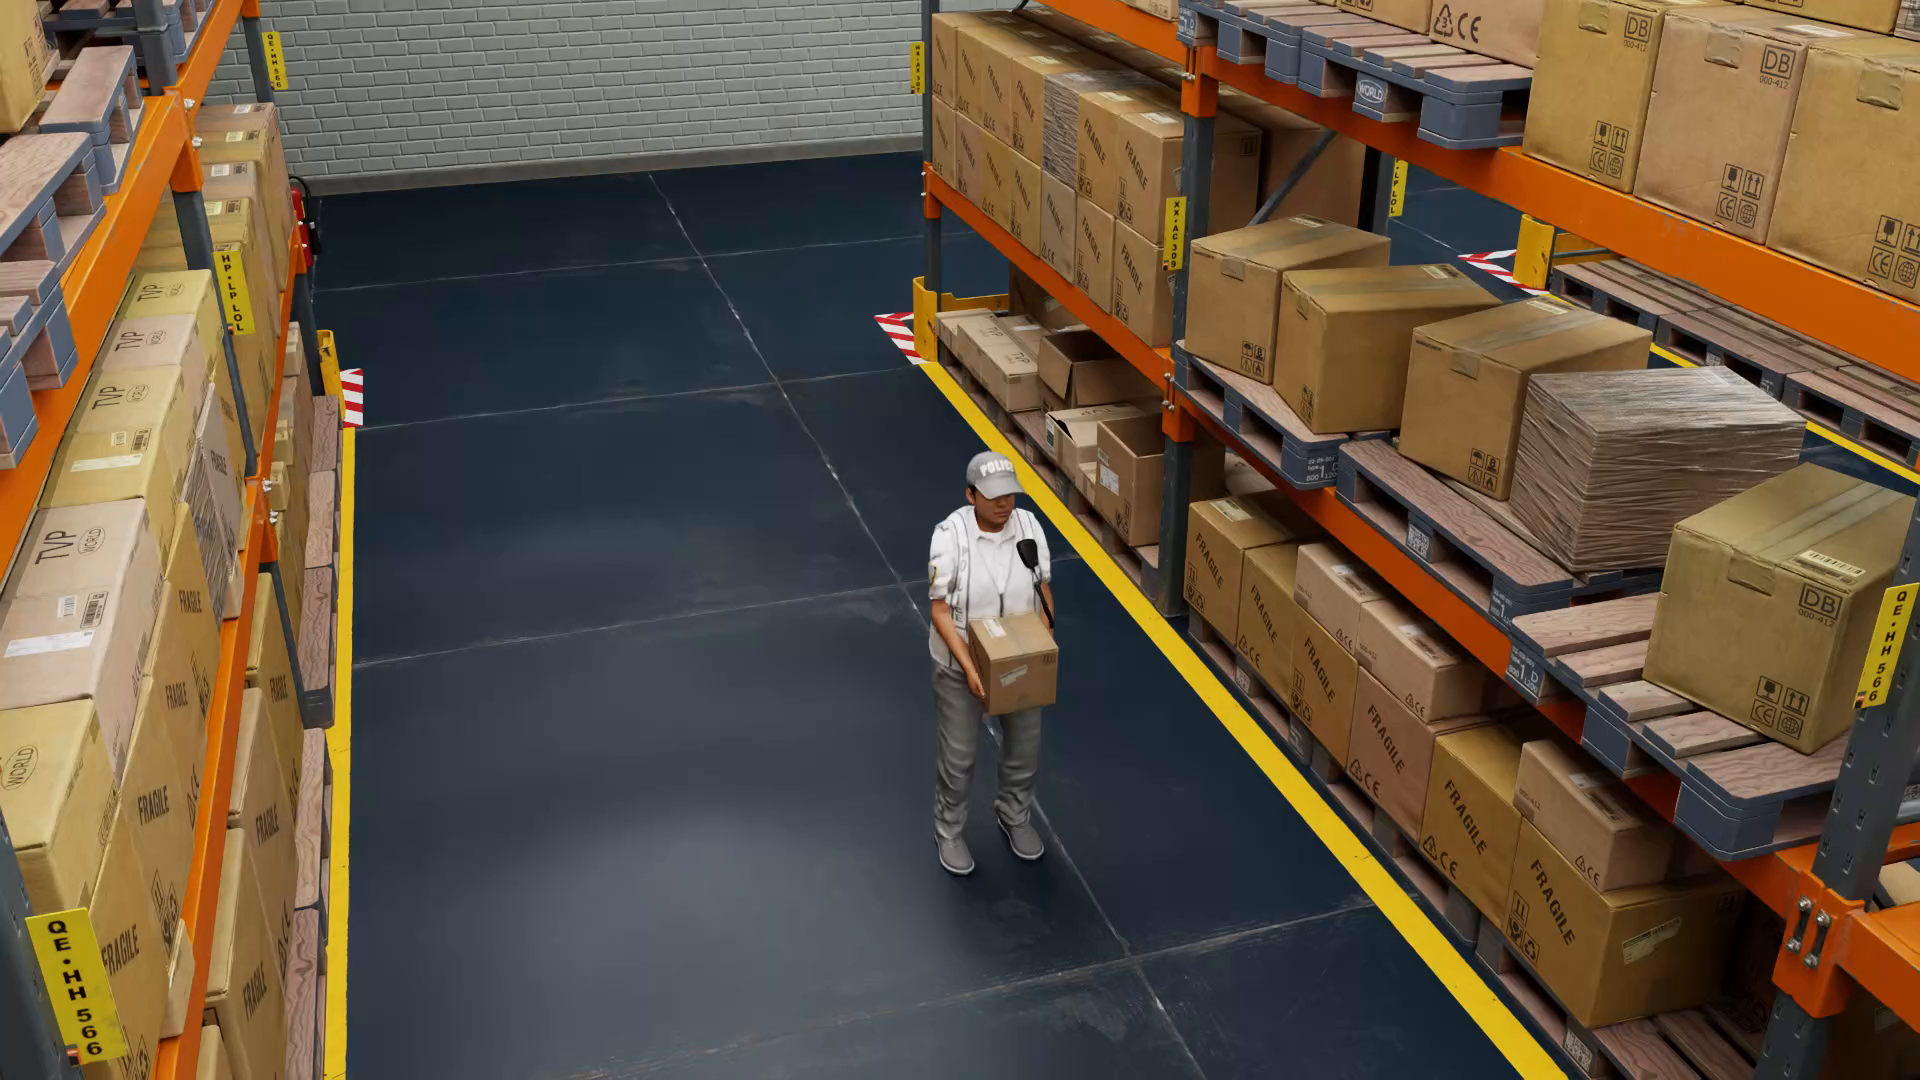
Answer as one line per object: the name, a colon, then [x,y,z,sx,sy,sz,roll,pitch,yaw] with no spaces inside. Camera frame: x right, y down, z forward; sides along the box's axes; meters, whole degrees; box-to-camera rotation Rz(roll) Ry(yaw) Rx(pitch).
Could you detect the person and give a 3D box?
person: [0.136,0.428,6.172,0.532,1.601,0.465,-9,28,-18]
